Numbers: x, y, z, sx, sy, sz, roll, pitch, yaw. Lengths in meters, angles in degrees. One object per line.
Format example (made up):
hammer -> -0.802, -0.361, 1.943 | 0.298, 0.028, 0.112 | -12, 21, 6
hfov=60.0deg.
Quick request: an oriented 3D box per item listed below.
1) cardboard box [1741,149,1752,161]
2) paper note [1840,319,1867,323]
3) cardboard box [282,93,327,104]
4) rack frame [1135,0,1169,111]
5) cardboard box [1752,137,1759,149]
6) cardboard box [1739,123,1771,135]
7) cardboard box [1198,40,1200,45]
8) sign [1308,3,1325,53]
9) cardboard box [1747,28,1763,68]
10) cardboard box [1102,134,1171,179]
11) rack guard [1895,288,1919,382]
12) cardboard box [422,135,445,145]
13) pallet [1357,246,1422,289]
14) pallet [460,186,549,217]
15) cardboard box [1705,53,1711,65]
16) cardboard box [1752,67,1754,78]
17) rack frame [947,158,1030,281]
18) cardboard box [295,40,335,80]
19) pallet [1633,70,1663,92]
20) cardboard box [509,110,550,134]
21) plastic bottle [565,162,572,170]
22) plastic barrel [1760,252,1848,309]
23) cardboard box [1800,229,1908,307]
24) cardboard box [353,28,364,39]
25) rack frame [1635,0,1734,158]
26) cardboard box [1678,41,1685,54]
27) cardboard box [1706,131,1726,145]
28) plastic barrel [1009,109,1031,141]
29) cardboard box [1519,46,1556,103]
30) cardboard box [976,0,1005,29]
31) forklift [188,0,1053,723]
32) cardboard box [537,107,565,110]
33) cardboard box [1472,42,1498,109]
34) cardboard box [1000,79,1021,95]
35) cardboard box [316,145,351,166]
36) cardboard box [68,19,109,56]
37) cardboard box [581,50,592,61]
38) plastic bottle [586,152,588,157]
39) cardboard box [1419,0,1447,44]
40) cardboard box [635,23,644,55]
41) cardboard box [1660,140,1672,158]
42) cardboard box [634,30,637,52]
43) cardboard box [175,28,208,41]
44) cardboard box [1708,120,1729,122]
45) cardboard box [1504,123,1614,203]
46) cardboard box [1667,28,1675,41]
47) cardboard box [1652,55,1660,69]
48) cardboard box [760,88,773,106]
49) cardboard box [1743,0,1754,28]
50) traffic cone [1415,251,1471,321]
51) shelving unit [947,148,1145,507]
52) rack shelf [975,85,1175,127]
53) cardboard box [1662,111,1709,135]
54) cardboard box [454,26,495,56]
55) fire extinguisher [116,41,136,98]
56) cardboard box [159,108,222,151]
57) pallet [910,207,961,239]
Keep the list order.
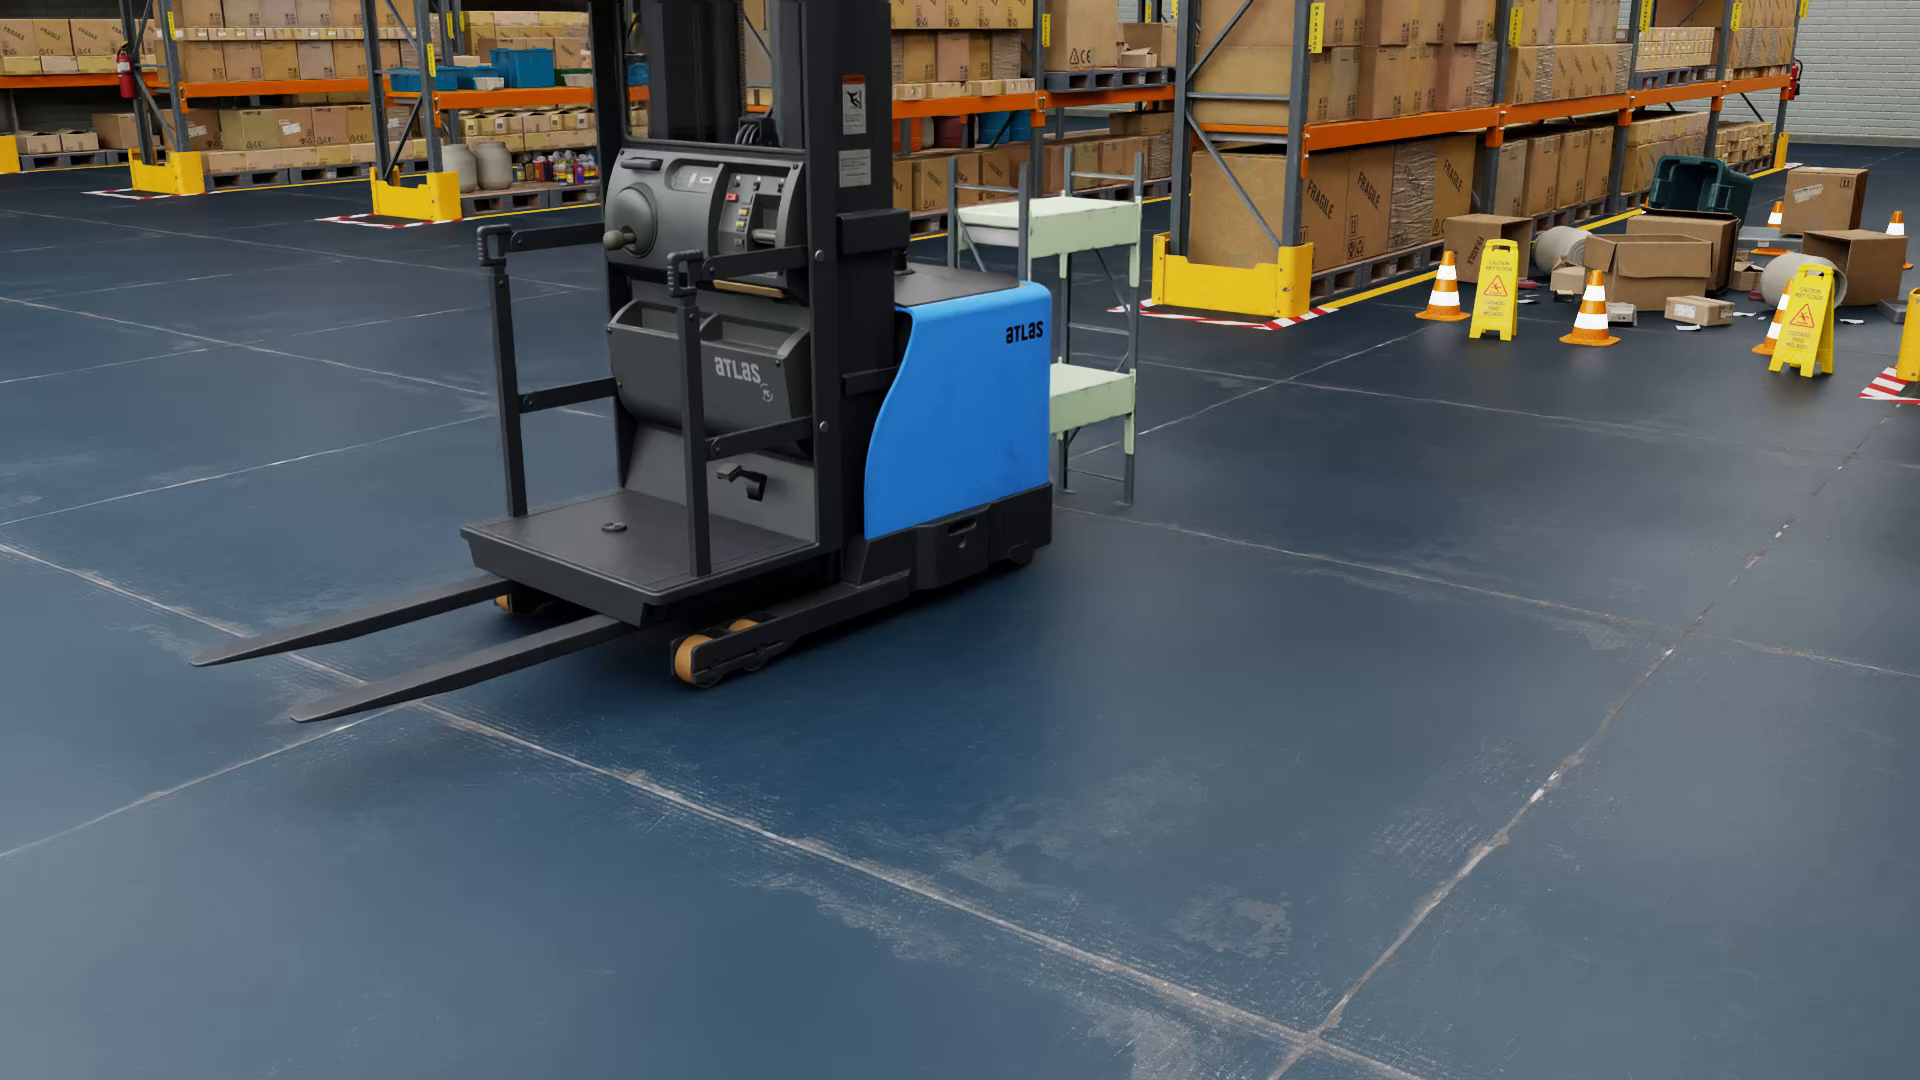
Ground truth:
cardboard box -> 10.667, -5.318, 22.911 | 0.380, 0.149, 0.250 | 13, 21, 36
paper note -> 6.258, -1.539, 11.649 | 0.142, 0.019, 0.148 | 5, 18, 16
cardboard box -> -10.794, -7.289, 27.368 | 0.500, 0.250, 0.500 | 12, 21, 34
rack frame -> 3.628, -8.739, 29.826 | 1.000, 3.000, 0.127 | 12, 21, 35
cardboard box -> 10.837, -5.518, 23.053 | 0.380, 0.149, 0.250 | 13, 21, 35
cardboard box -> 11.169, -5.781, 23.399 | 0.380, 0.149, 0.250 | 12, 21, 33
cardboard box -> 3.347, -6.074, 21.075 | 0.500, 0.500, 0.500 | 13, 22, 36
sign -> 2.437, -3.504, 11.376 | 0.100, 0.325, 0.005 | 12, 21, 35
cardboard box -> 10.261, -6.506, 21.967 | 0.500, 0.500, 0.500 | 12, 21, 34
cardboard box -> 2.135, -4.677, 20.220 | 0.700, 0.500, 0.500 | 10, 20, 30
rack guard -> 6.076, -1.126, 9.526 | 1.175, 0.500, 0.348 | 12, 21, 35
cardboard box -> -7.484, -5.794, 24.273 | 0.500, 0.250, 0.500 | 12, 21, 34
pallet -> 3.136, -2.314, 13.839 | 1.003, 0.211, 1.213 | 12, 21, 35
pallet -> -5.410, -3.815, 18.673 | 1.003, 0.211, 1.213 | 12, 21, 35
cardboard box -> 9.068, -5.961, 20.598 | 0.380, 0.149, 0.250 | 12, 21, 33
cardboard box -> 10.445, -6.294, 22.378 | 0.380, 0.149, 0.250 | 13, 22, 37
rack frame -> 0.107, -0.737, 6.589 | 0.400, 1.500, 0.023 | 15, 23, 40
cardboard box -> -8.673, -6.330, 21.901 | 0.700, 0.500, 0.500 | 13, 22, 36
pallet -> 7.101, -5.155, 18.608 | 1.213, 0.211, 1.003 | 12, 21, 35
cardboard box -> -6.442, -6.208, 24.660 | 0.500, 0.311, 0.500 | 12, 21, 33
plastic bottle -> -4.690, -4.434, 19.941 | 0.097, 0.201, 0.097 | 0, 17, 0
plastic barrel -> 6.046, -1.831, 11.925 | 0.421, 0.421, 0.512 | -4, 18, -13
cardboard box -> 6.683, -2.047, 12.488 | 0.500, 0.500, 0.500 | -4, 18, -13
cardboard box -> -8.096, -6.770, 22.223 | 0.380, 0.149, 0.250 | 12, 21, 34
rack frame -> 9.145, -6.010, 21.040 | 1.000, 3.000, 0.127 | 12, 21, 35
cardboard box -> 8.284, -5.789, 19.540 | 0.380, 0.149, 0.250 | 13, 21, 35
cardboard box -> 9.729, -5.234, 21.636 | 0.380, 0.149, 0.250 | 14, 22, 37
plastic barrel -> 0.906, -6.858, 26.600 | 0.600, 0.901, 0.708 | 12, 21, 35
cardboard box -> 5.208, -4.351, 15.527 | 0.500, 0.500, 0.500 | 13, 21, 35
cardboard box -> 0.111, -5.398, 16.711 | 0.500, 0.500, 0.500 | 12, 21, 35
forklift -> -0.999, -1.103, 5.352 | 1.130, 2.935, 3.031 | 15, 23, 40
cardboard box -> -6.275, -6.544, 25.742 | 0.500, 0.311, 0.500 | 12, 21, 33
cardboard box -> 4.168, -4.086, 14.592 | 0.875, 0.550, 0.550 | 12, 21, 35
cardboard box -> 0.407, -4.724, 17.323 | 0.380, 0.149, 0.250 | 12, 21, 35
cardboard box -> -8.488, -5.137, 22.156 | 0.500, 0.250, 0.500 | 12, 21, 35
cardboard box -> -12.721, -7.273, 24.061 | 0.500, 0.500, 0.500 | 12, 21, 33
cardboard box -> -5.803, -7.488, 25.949 | 0.500, 0.311, 0.500 | 12, 21, 34
plastic bottle -> -4.581, -4.598, 20.330 | 0.061, 0.283, 0.133 | 14, 22, 37
cardboard box -> 3.465, -4.355, 13.635 | 0.875, 0.550, 0.550 | 12, 21, 35
cardboard box -> -4.830, -8.128, 26.982 | 0.700, 0.500, 0.500 | 5, 18, 16
cardboard box -> 7.987, -4.431, 19.462 | 0.500, 0.500, 0.500 | 12, 21, 33
cardboard box -> -6.376, -9.806, 32.758 | 0.980, 0.700, 0.700 | 13, 21, 36
cardboard box -> -9.475, -6.217, 20.444 | 0.380, 0.149, 0.250 | 12, 21, 34
cardboard box -> 10.944, -6.021, 24.172 | 0.380, 0.149, 0.250 | 11, 21, 32
cardboard box -> 6.327, -4.055, 17.828 | 1.050, 0.750, 0.750 | 12, 21, 34
cardboard box -> 7.975, -5.811, 19.112 | 0.380, 0.149, 0.250 | 13, 22, 36
cardboard box -> 7.671, -5.402, 18.796 | 0.380, 0.149, 0.250 | 14, 22, 37
cardboard box -> -1.567, -3.958, 14.856 | 0.380, 0.149, 0.250 | 12, 21, 35
cardboard box -> 9.906, -6.868, 21.447 | 0.500, 0.500, 0.500 | 12, 21, 33
traffic cone -> 3.452, -1.816, 11.812 | 0.336, 0.463, 0.334 | 12, 21, 35
shelving unit -> 0.351, -0.818, 6.849 | 0.431, 1.500, 0.755 | 15, 23, 40
rack shelf -> 1.647, -5.138, 19.445 | 1.077, 0.370, 4.000 | 12, 21, 35
cardboard box -> 8.905, -5.153, 20.522 | 0.500, 0.250, 0.500 | 12, 21, 33
cardboard box -> -8.600, -8.854, 29.493 | 0.500, 0.500, 0.500 | 13, 22, 36
fire extinguisher -> -10.325, -5.821, 20.561 | 0.296, 0.674, 0.183 | 12, 21, 35
cardboard box -> -9.801, -5.230, 21.191 | 0.500, 0.500, 0.500 | 12, 21, 35
pallet -> -0.643, -3.216, 16.743 | 1.003, 0.211, 1.213 | 12, 21, 35
